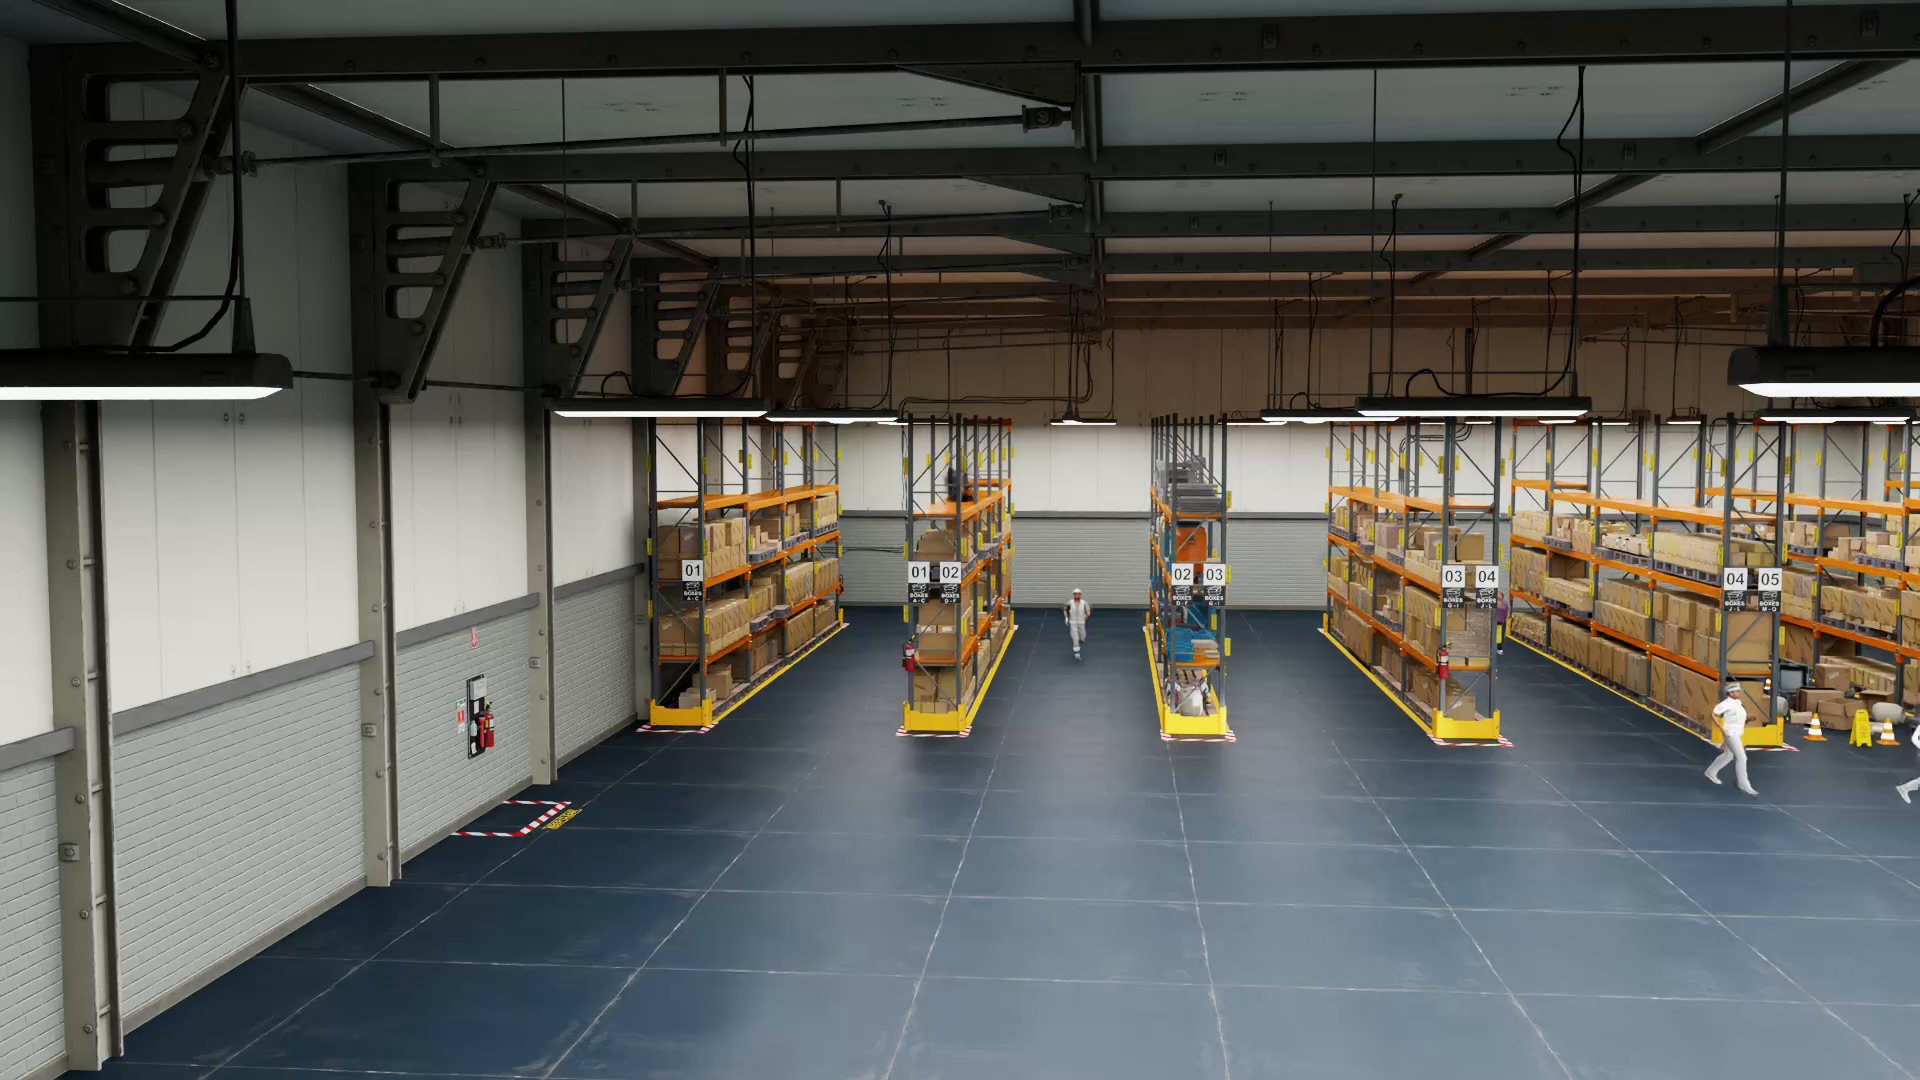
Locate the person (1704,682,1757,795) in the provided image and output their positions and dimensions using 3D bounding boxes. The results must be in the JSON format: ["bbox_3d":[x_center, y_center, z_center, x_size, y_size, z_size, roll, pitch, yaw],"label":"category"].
[{"bbox_3d":[12.179,3.097,26.246,0.863,1.729,0.562,4,5,44],"label":"person"}]

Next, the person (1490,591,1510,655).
[{"bbox_3d":[13.736,2.097,42.377,0.547,1.591,0.782,0,4,4],"label":"person"}]

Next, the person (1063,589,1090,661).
[{"bbox_3d":[2.890,2.080,41.093,0.657,1.755,0.760,0,4,-2],"label":"person"}]

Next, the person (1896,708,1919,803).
[{"bbox_3d":[14.396,3.220,24.680,0.808,1.668,0.626,3,5,40],"label":"person"}]
